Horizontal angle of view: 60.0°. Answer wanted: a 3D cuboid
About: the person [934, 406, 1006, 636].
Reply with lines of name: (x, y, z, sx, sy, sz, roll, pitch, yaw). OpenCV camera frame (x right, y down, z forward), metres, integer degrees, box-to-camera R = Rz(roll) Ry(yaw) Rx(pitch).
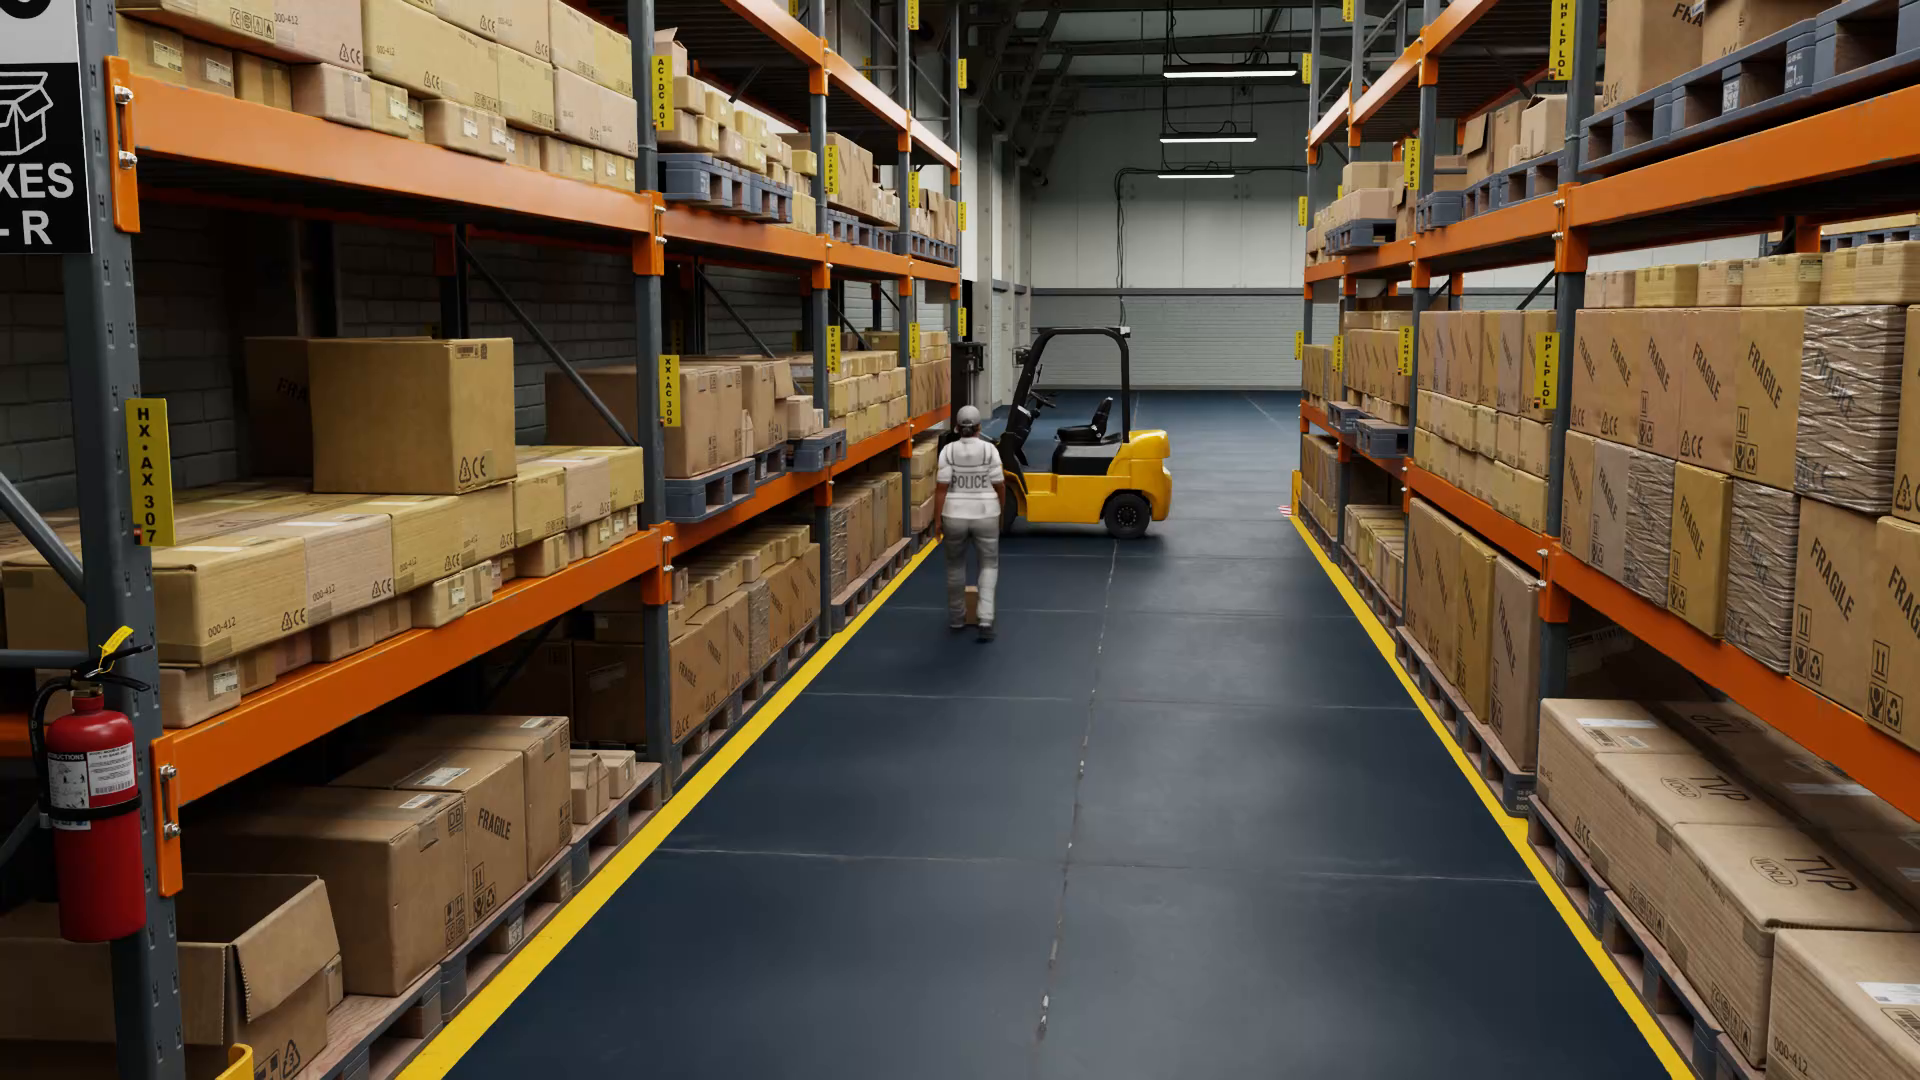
person: (0.075, -0.148, 11.919, 0.507, 1.636, 0.773, 1, 8, 5)
